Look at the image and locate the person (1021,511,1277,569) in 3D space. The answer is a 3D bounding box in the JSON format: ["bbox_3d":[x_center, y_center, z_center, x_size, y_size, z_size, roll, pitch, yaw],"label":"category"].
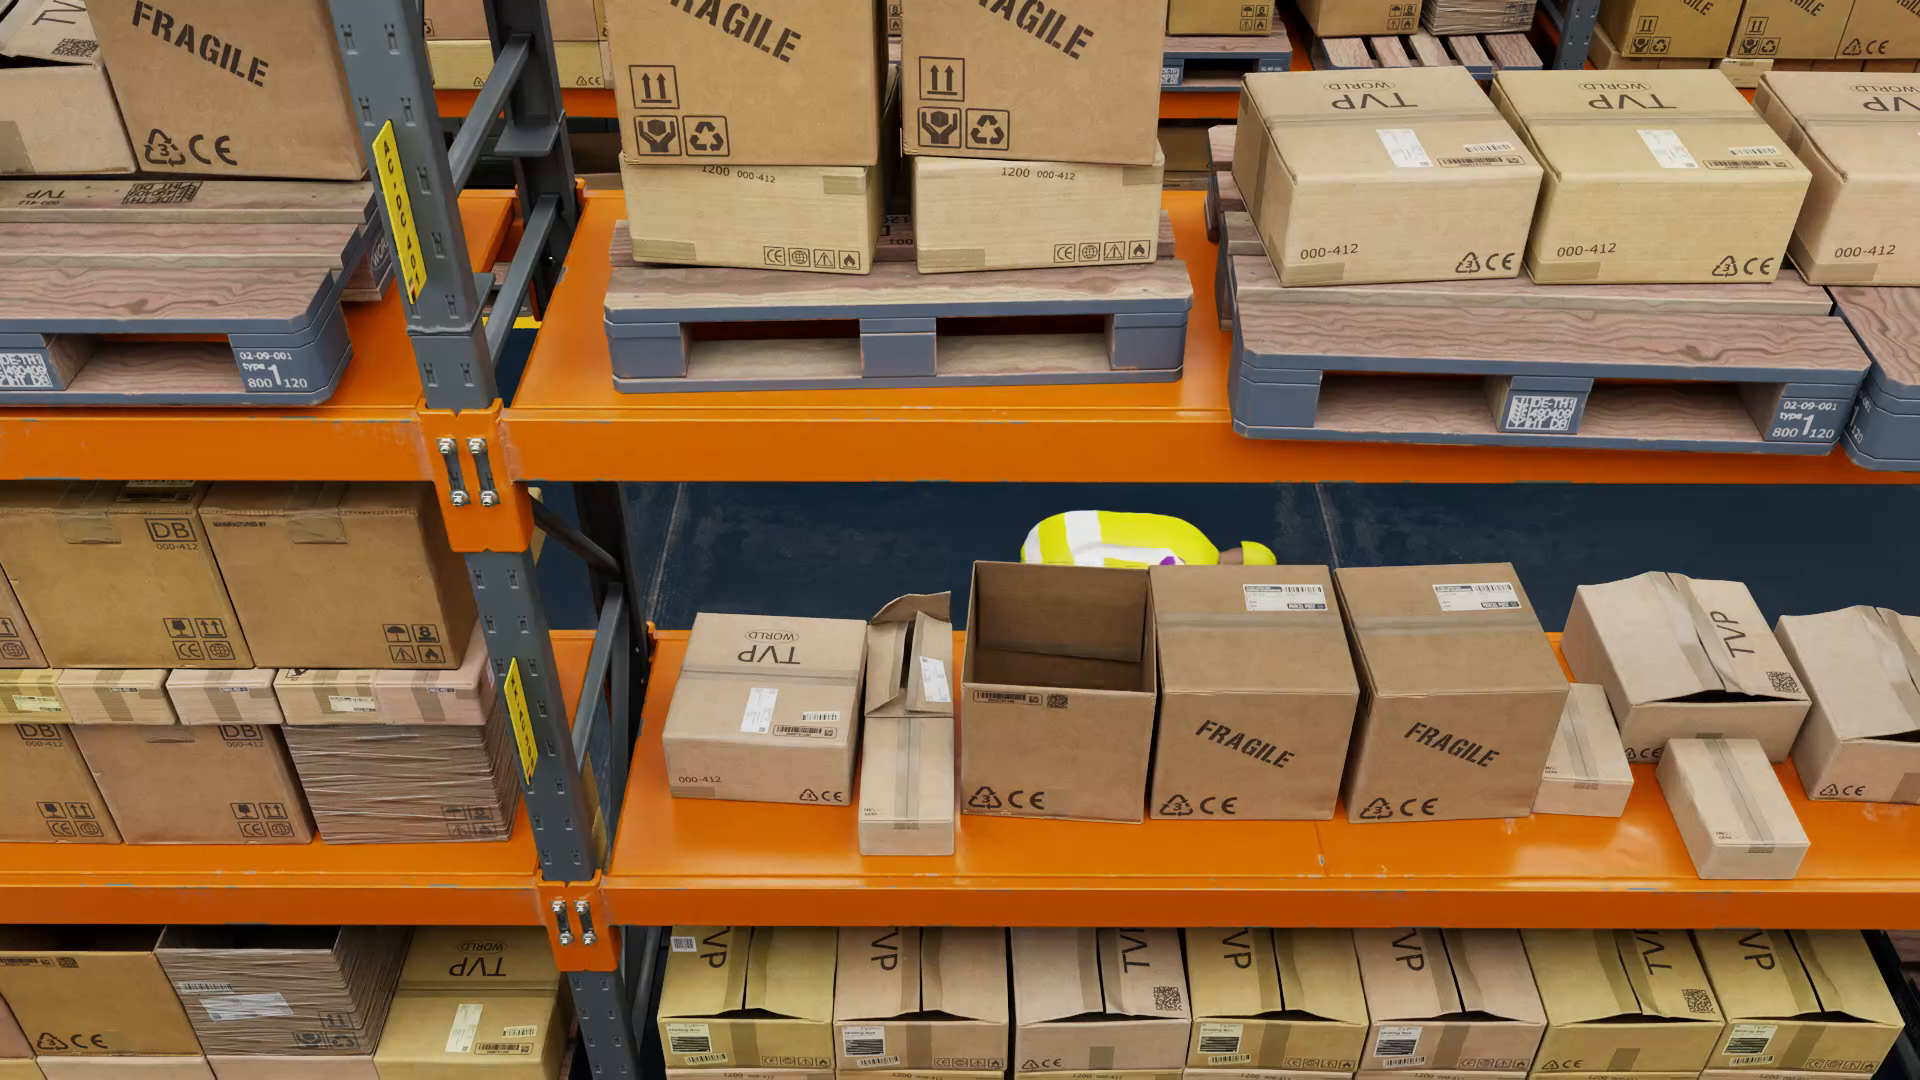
[{"bbox_3d":[0.723,0.279,6.487,0.977,0.907,0.503,-1,39,-2],"label":"person"}]
